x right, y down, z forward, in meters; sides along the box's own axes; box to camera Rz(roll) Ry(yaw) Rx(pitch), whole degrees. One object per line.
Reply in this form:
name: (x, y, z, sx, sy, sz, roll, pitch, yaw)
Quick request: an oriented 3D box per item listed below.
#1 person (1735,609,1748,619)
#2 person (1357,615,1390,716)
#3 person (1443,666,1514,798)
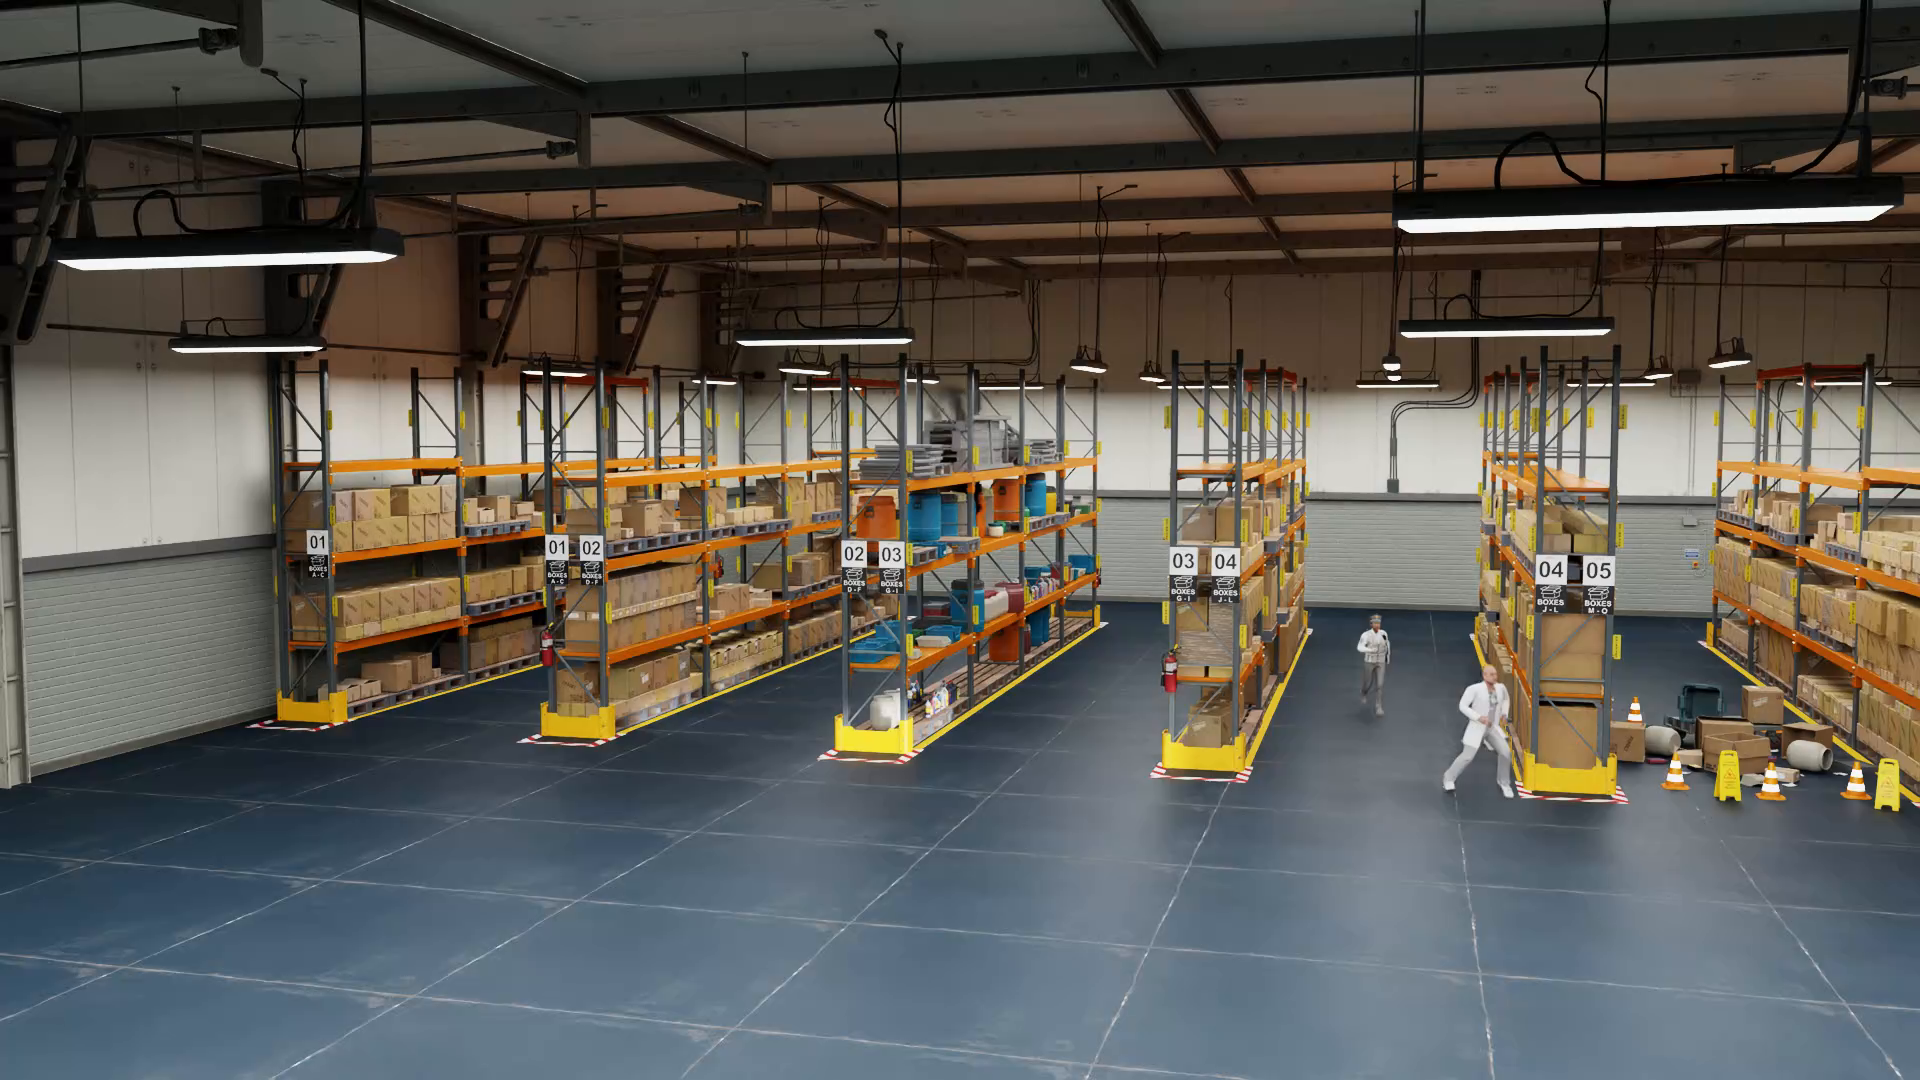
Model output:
person: (18.681, 1.354, 39.408, 0.636, 1.626, 0.557, -1, 4, -7)
person: (7.055, 2.100, 28.419, 0.586, 1.681, 0.873, 0, 4, -4)
person: (6.994, 2.551, 22.275, 0.901, 1.762, 0.763, -1, 4, -16)
